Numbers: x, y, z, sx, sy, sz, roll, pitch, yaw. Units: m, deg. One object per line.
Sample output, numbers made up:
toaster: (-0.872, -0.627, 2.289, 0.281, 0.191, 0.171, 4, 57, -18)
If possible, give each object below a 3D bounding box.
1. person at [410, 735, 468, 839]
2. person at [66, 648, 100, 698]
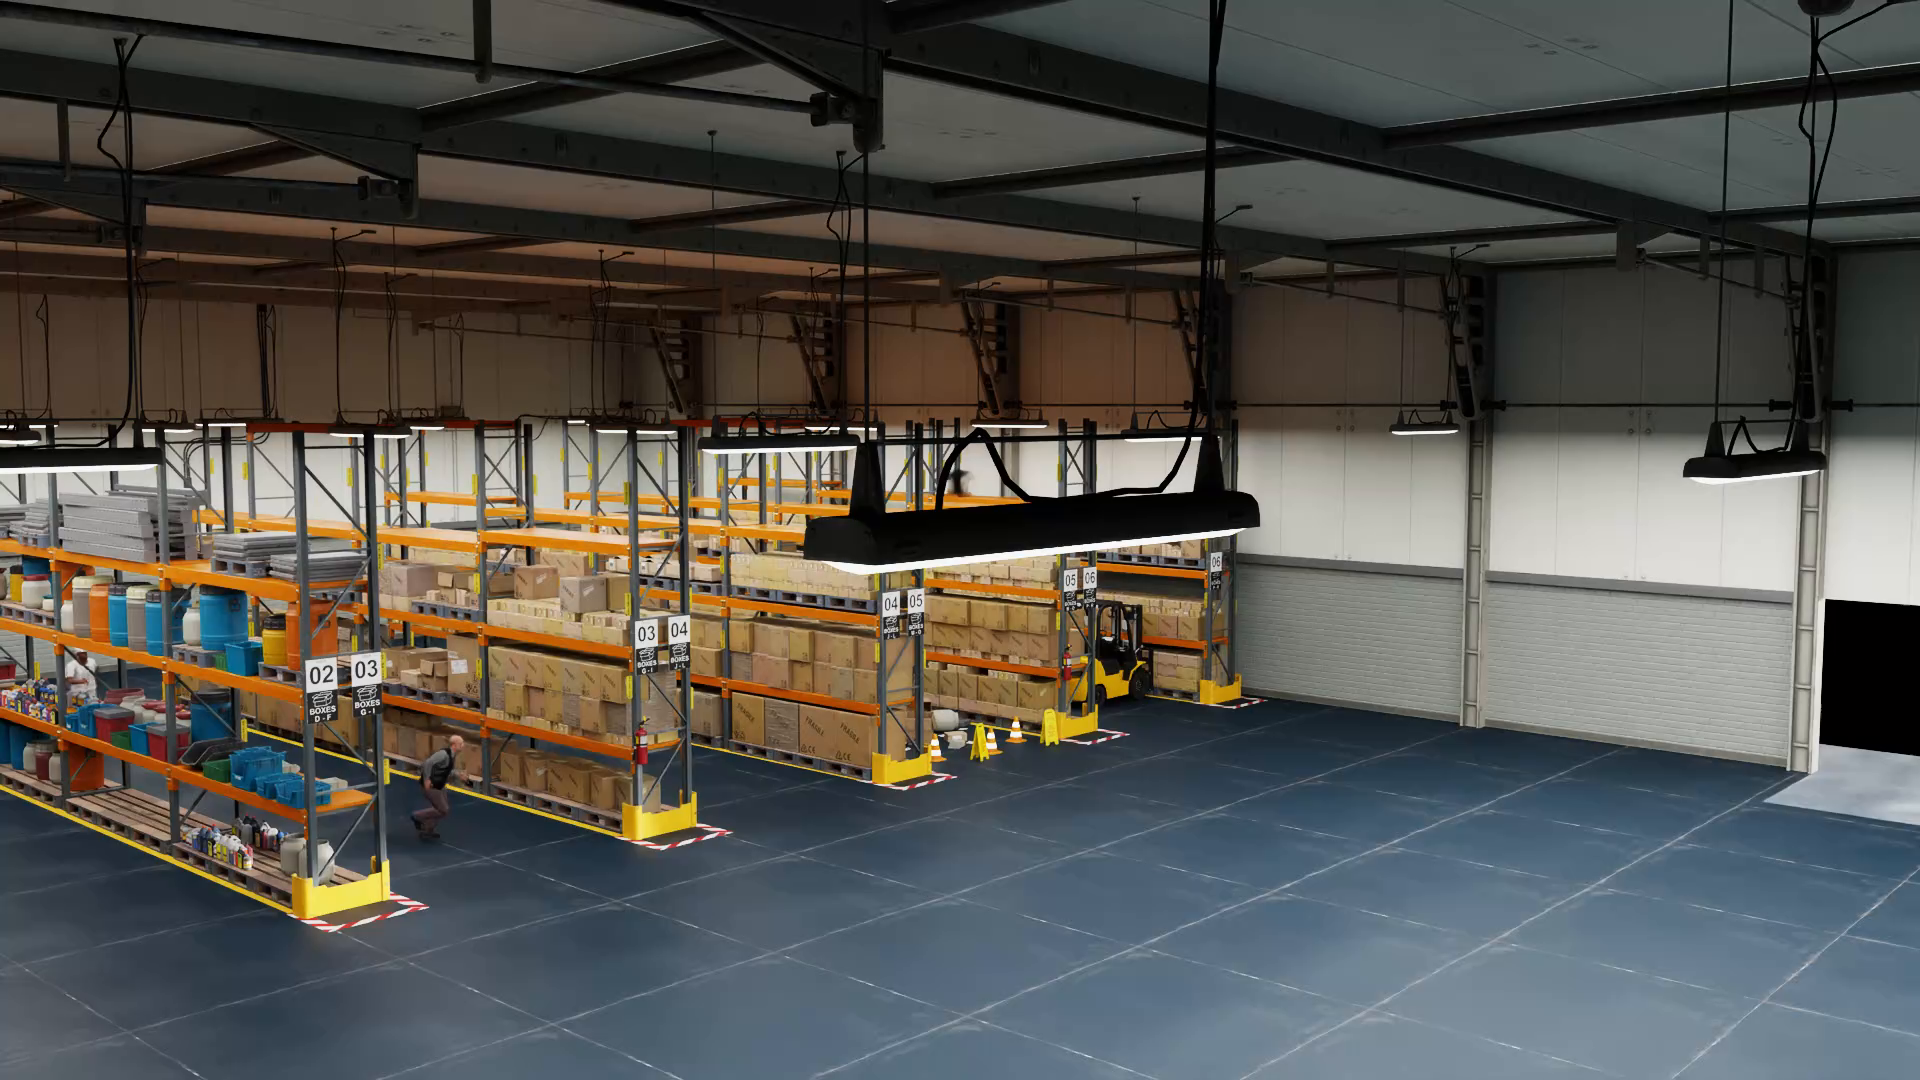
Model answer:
person: (-7.580, 3.600, 24.127, 0.825, 1.543, 0.684, 0, 5, 4)
person: (-16.615, 2.878, 31.559, 0.811, 1.786, 0.655, 5, 7, 44)
